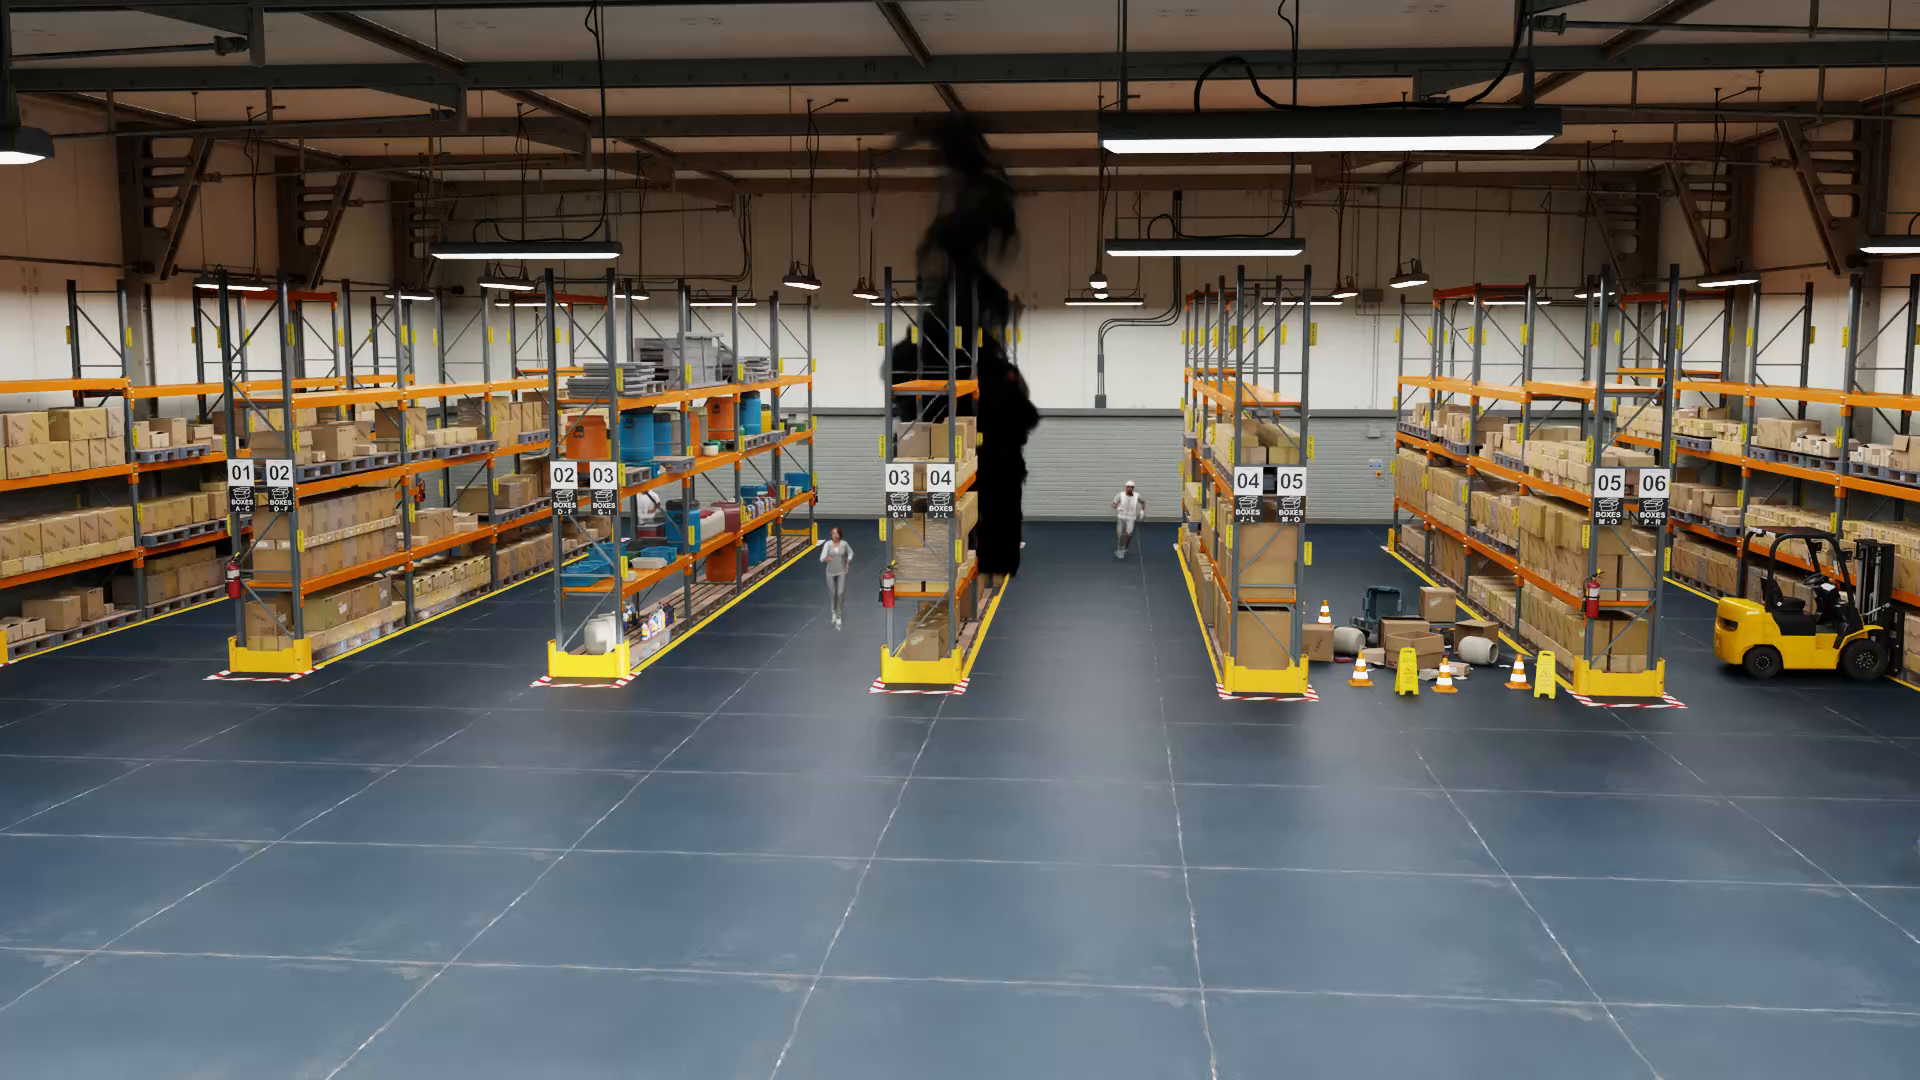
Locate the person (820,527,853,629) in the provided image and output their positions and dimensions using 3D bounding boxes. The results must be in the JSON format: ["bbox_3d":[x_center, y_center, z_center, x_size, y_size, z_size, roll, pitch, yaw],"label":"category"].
[{"bbox_3d":[-2.024,0.590,27.205,0.532,1.621,0.744,0,7,0],"label":"person"}]

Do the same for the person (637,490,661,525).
[{"bbox_3d":[-7.256,-0.527,38.372,0.712,1.757,0.803,0,7,4],"label":"person"}]

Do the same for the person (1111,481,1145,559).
[{"bbox_3d":[3.820,-0.457,37.871,0.747,1.793,0.723,1,7,9],"label":"person"}]
